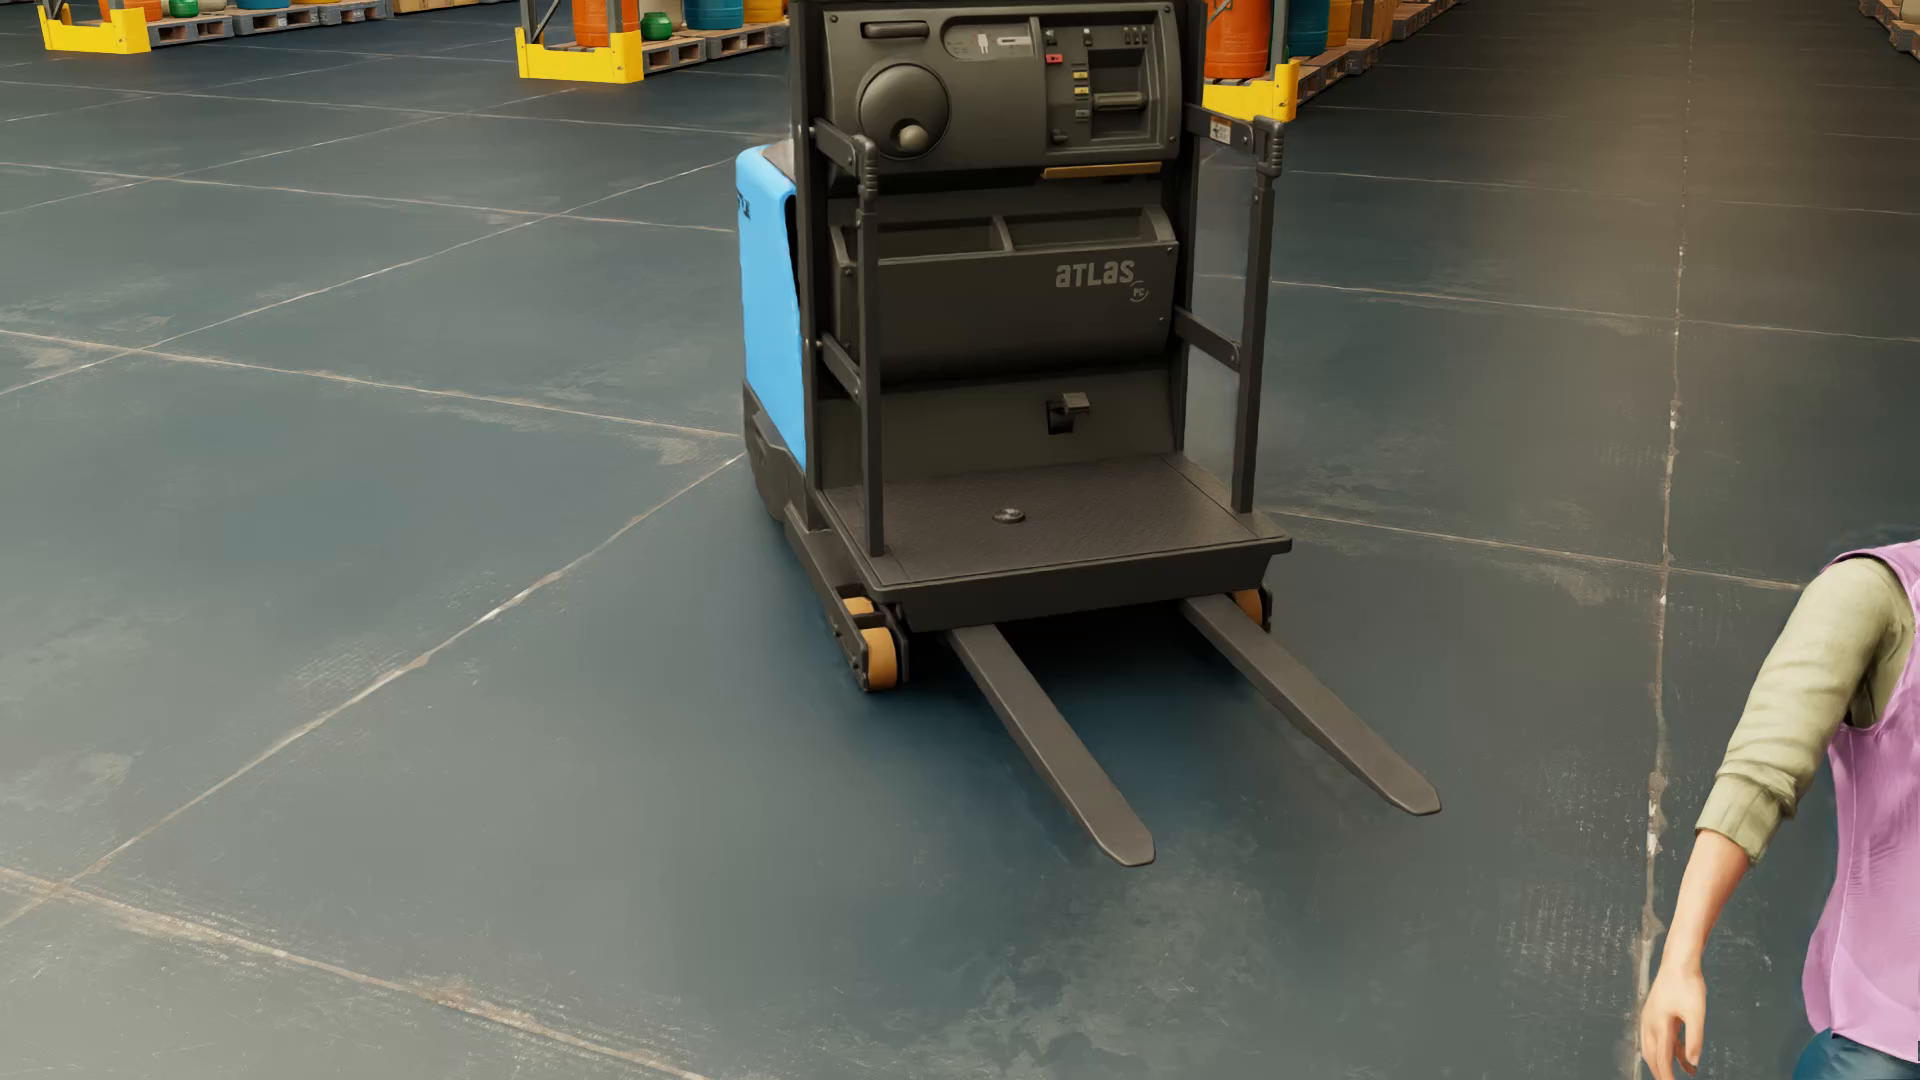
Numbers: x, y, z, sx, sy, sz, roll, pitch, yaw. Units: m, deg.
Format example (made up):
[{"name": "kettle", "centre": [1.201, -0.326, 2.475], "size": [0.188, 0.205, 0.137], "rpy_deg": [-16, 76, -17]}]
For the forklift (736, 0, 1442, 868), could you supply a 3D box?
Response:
[{"name": "forklift", "centre": [0.184, -1.140, 4.020], "size": [1.130, 2.935, 3.031], "rpy_deg": [-7, 24, -16]}]

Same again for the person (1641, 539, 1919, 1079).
[{"name": "person", "centre": [1.063, 0.565, 1.871], "size": [0.777, 1.426, 0.778], "rpy_deg": [-7, 24, -17]}]
